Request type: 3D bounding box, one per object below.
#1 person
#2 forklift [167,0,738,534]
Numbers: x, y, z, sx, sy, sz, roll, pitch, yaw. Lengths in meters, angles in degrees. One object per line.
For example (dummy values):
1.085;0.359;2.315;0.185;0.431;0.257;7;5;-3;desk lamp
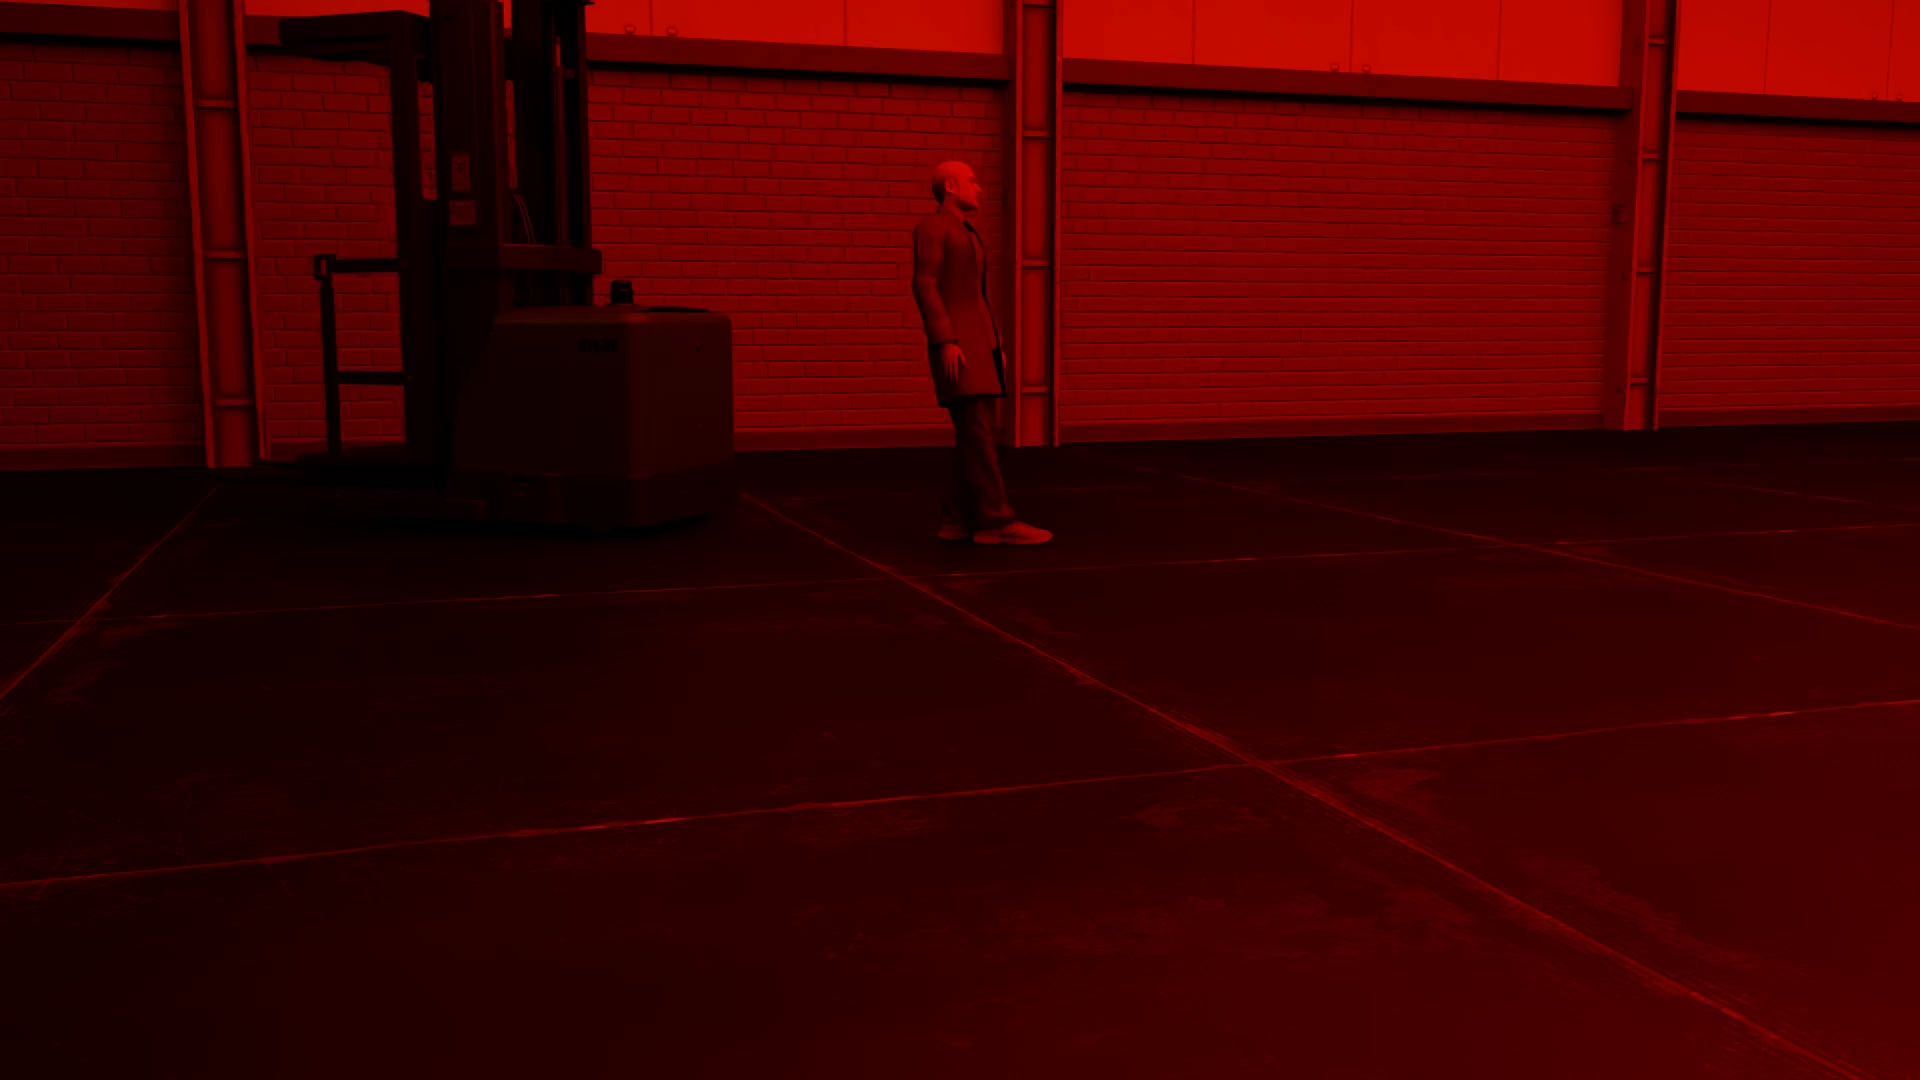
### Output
0.149;-0.872;7.763;0.659;1.776;0.703;3;8;20;person
-2.742;-1.574;8.623;3.031;2.935;1.130;3;8;19;forklift
